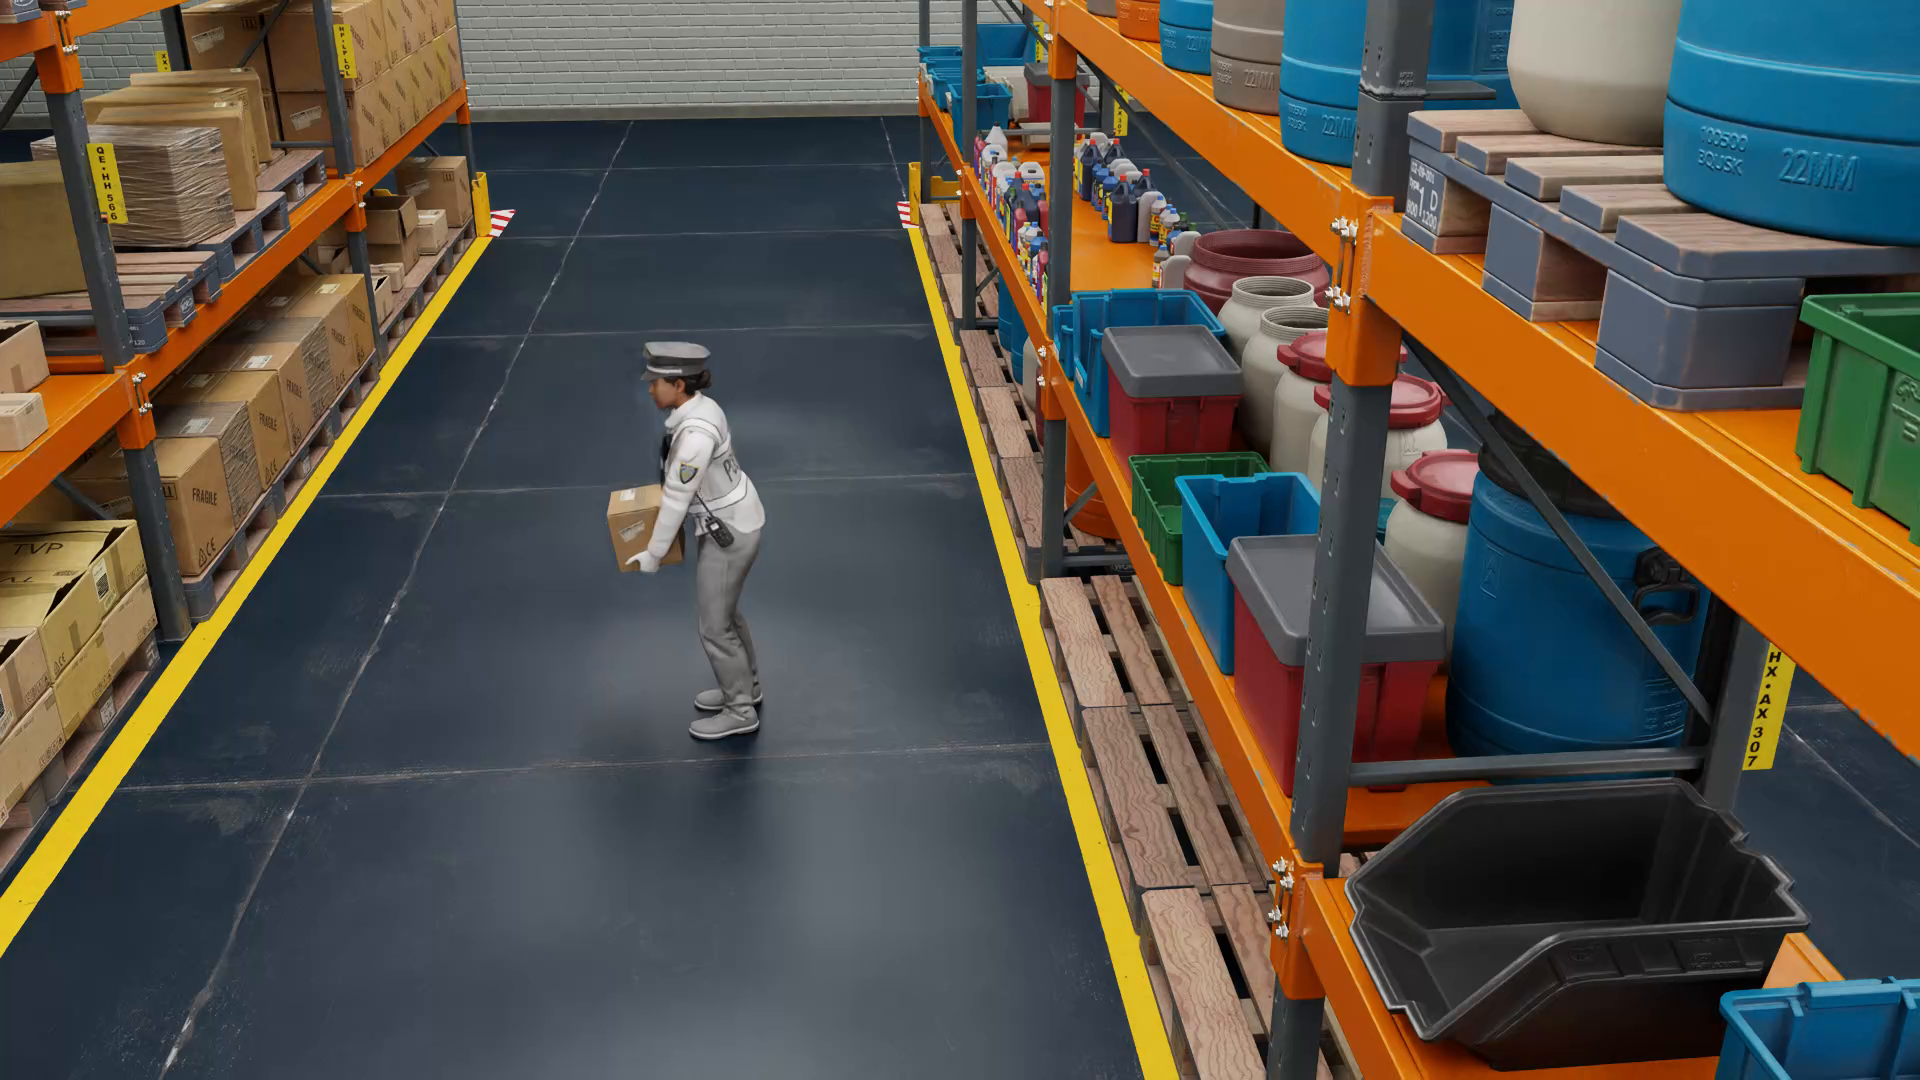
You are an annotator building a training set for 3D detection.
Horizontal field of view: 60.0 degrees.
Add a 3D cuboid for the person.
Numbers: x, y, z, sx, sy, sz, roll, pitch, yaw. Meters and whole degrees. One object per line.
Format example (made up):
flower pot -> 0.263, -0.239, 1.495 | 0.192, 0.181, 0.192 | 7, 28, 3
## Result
person -> -1.047, 0.003, 6.625 | 0.549, 1.648, 0.414 | -3, 24, -6
